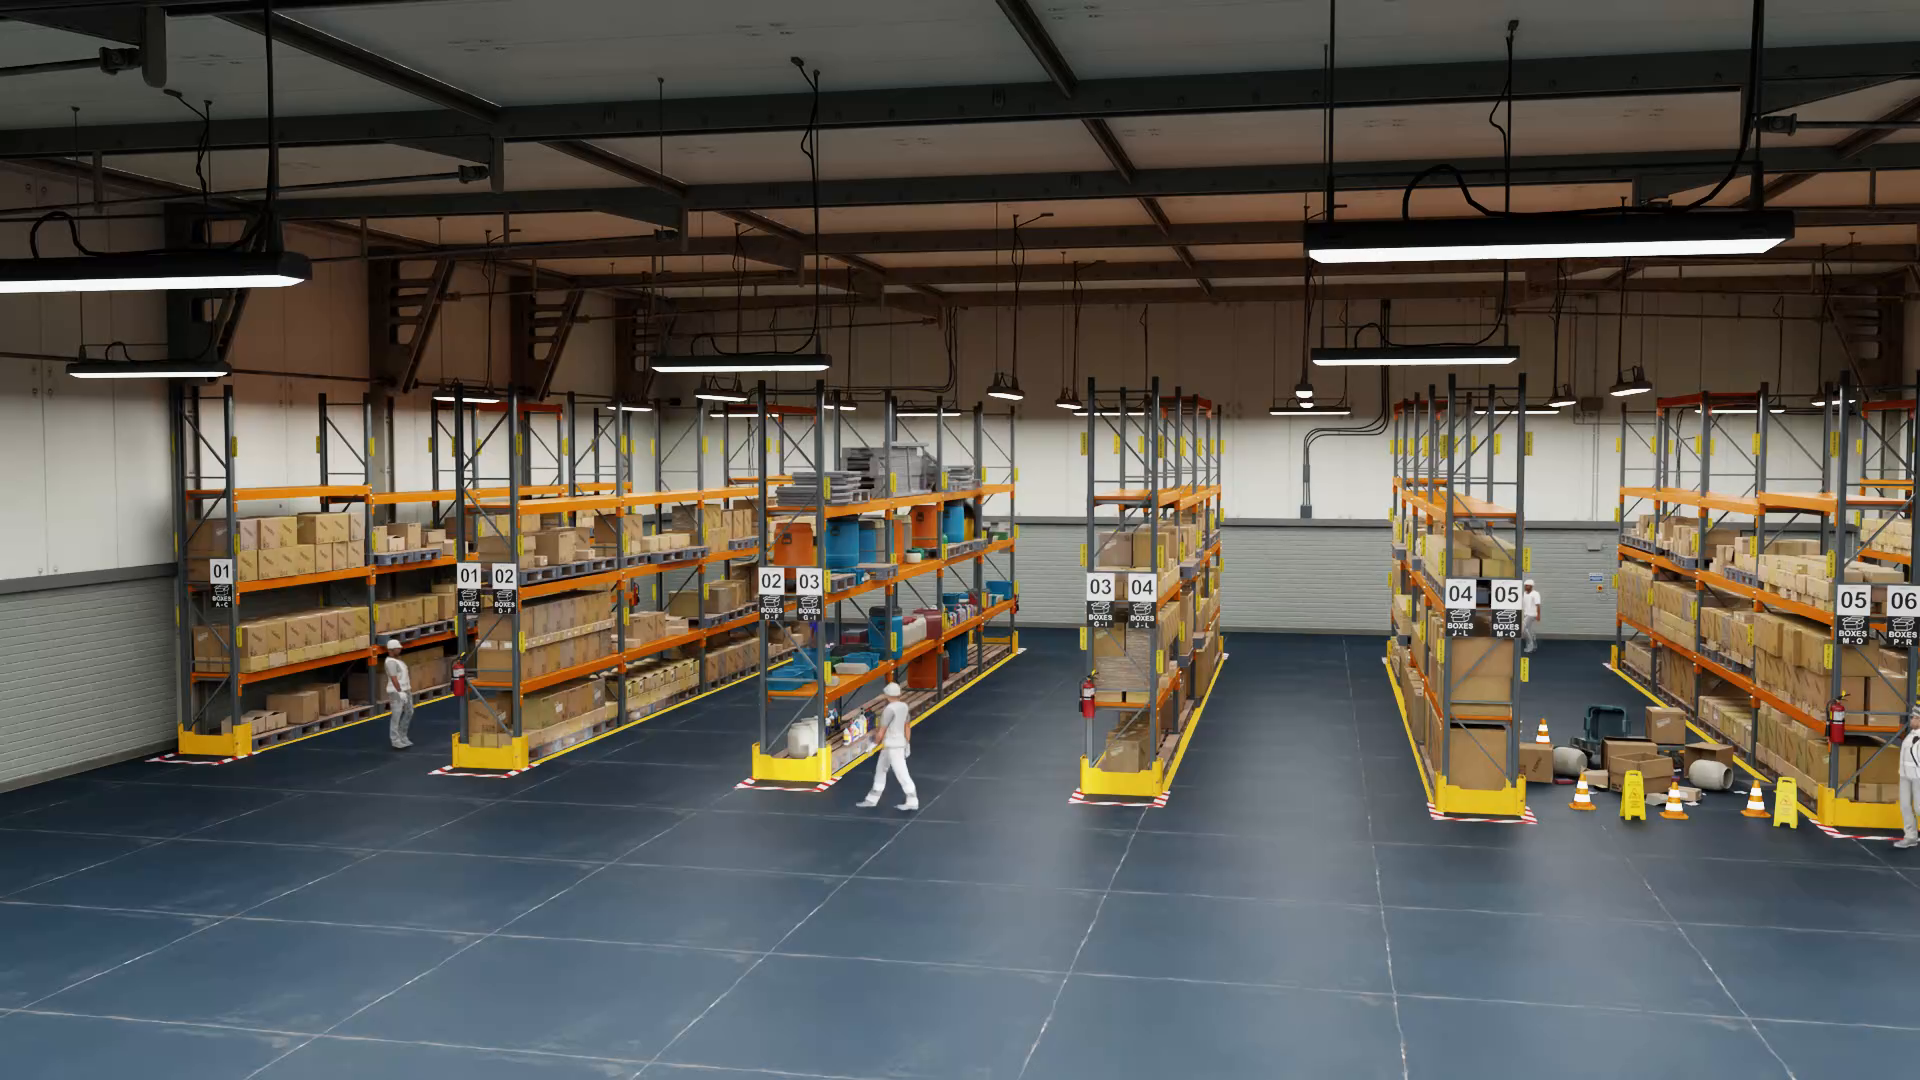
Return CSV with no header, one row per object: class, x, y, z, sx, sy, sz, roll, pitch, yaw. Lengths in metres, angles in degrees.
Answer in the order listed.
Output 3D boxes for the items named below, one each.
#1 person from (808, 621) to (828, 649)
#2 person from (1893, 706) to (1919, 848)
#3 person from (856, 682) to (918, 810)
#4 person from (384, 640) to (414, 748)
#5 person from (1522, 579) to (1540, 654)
person,-2.968,2.153,34.755,0.378,1.711,0.543,2,4,31
person,11.943,2.947,20.671,0.582,1.769,0.505,-1,3,-19
person,-1.006,2.826,22.788,0.859,1.764,0.541,0,3,-3
person,-9.348,2.568,27.721,0.572,1.826,0.603,1,3,12
person,13.799,1.850,40.408,0.533,1.790,0.583,0,3,-8
